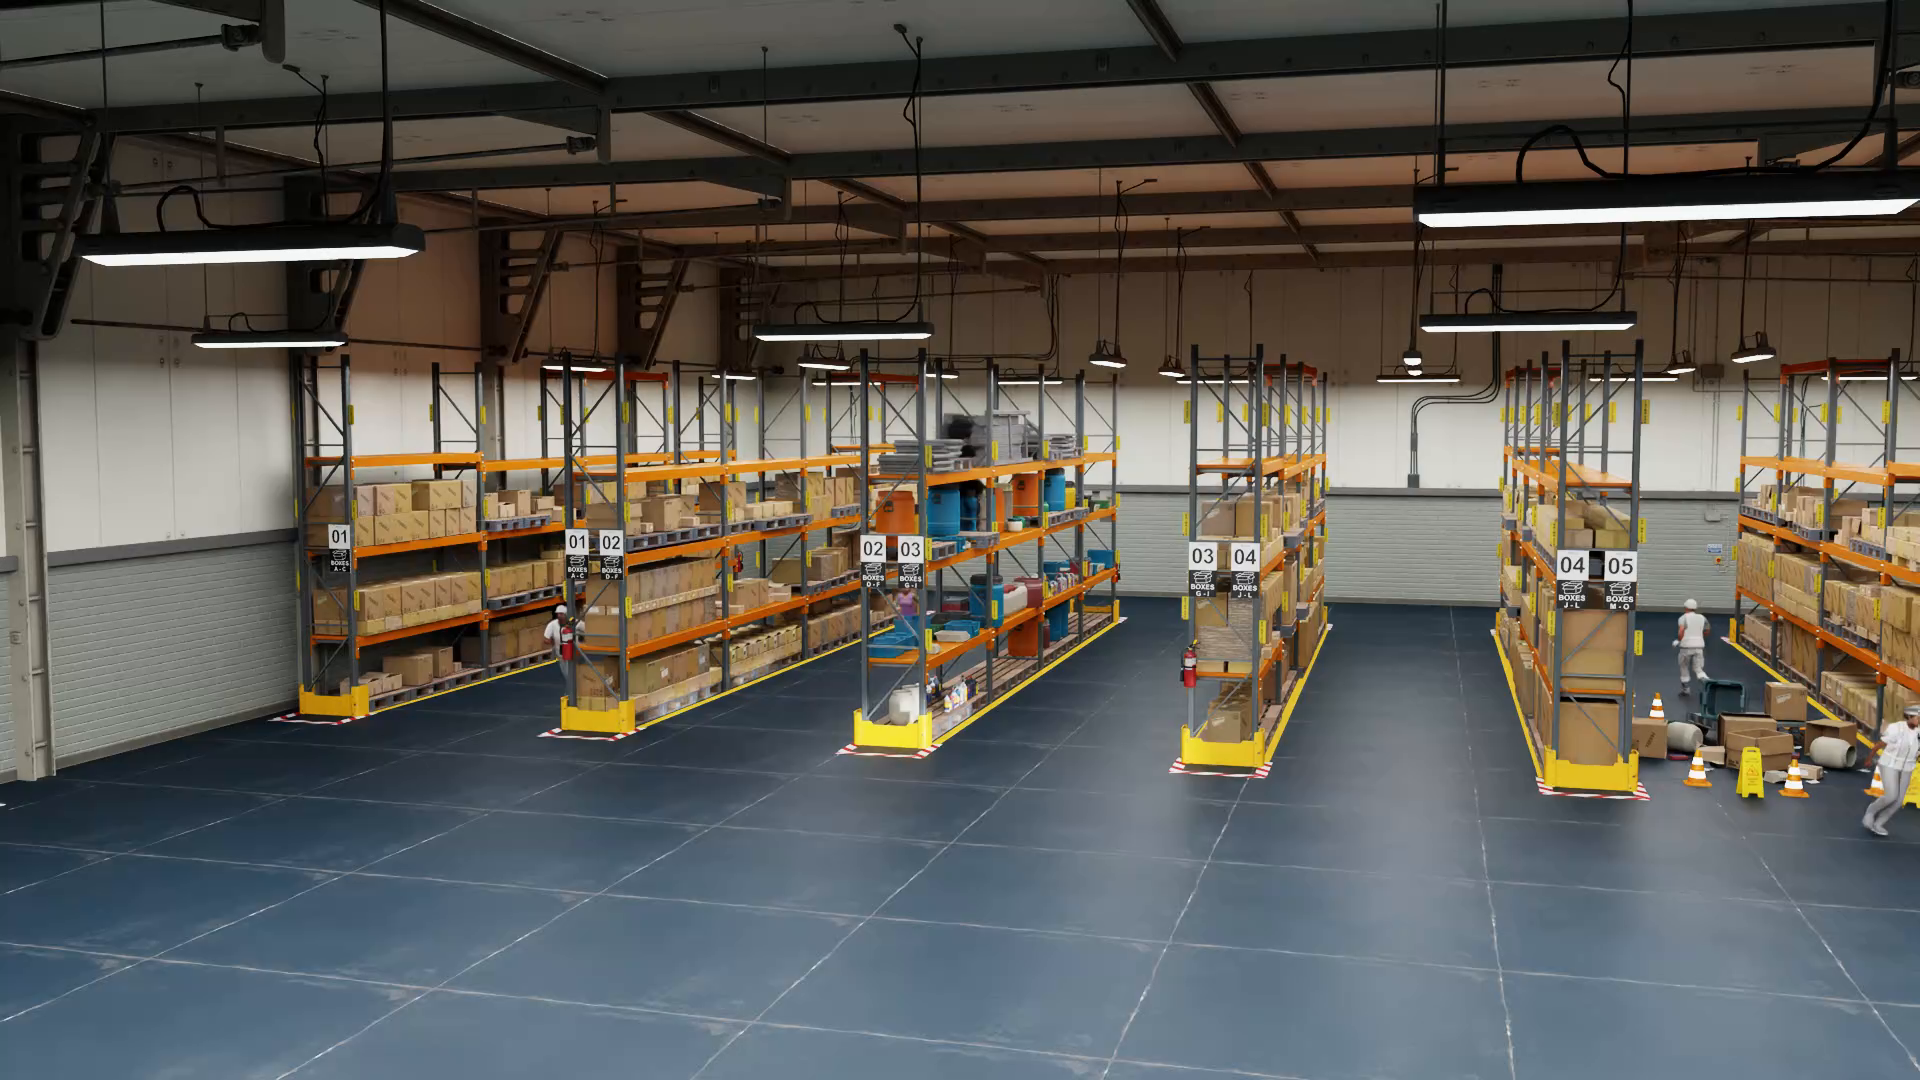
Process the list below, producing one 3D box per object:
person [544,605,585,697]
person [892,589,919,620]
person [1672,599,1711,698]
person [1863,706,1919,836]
[{"bbox_3d":[-6.784,1.961,28.720,0.717,1.719,0.964,1,4,11],"label":"person"},{"bbox_3d":[-1.085,1.655,33.752,0.512,1.626,0.824,1,4,14],"label":"person"},{"bbox_3d":[12.967,1.932,29.352,0.670,1.748,0.908,0,4,-1],"label":"person"},{"bbox_3d":[11.128,2.727,19.728,0.606,1.582,0.693,0,4,-4],"label":"person"}]
